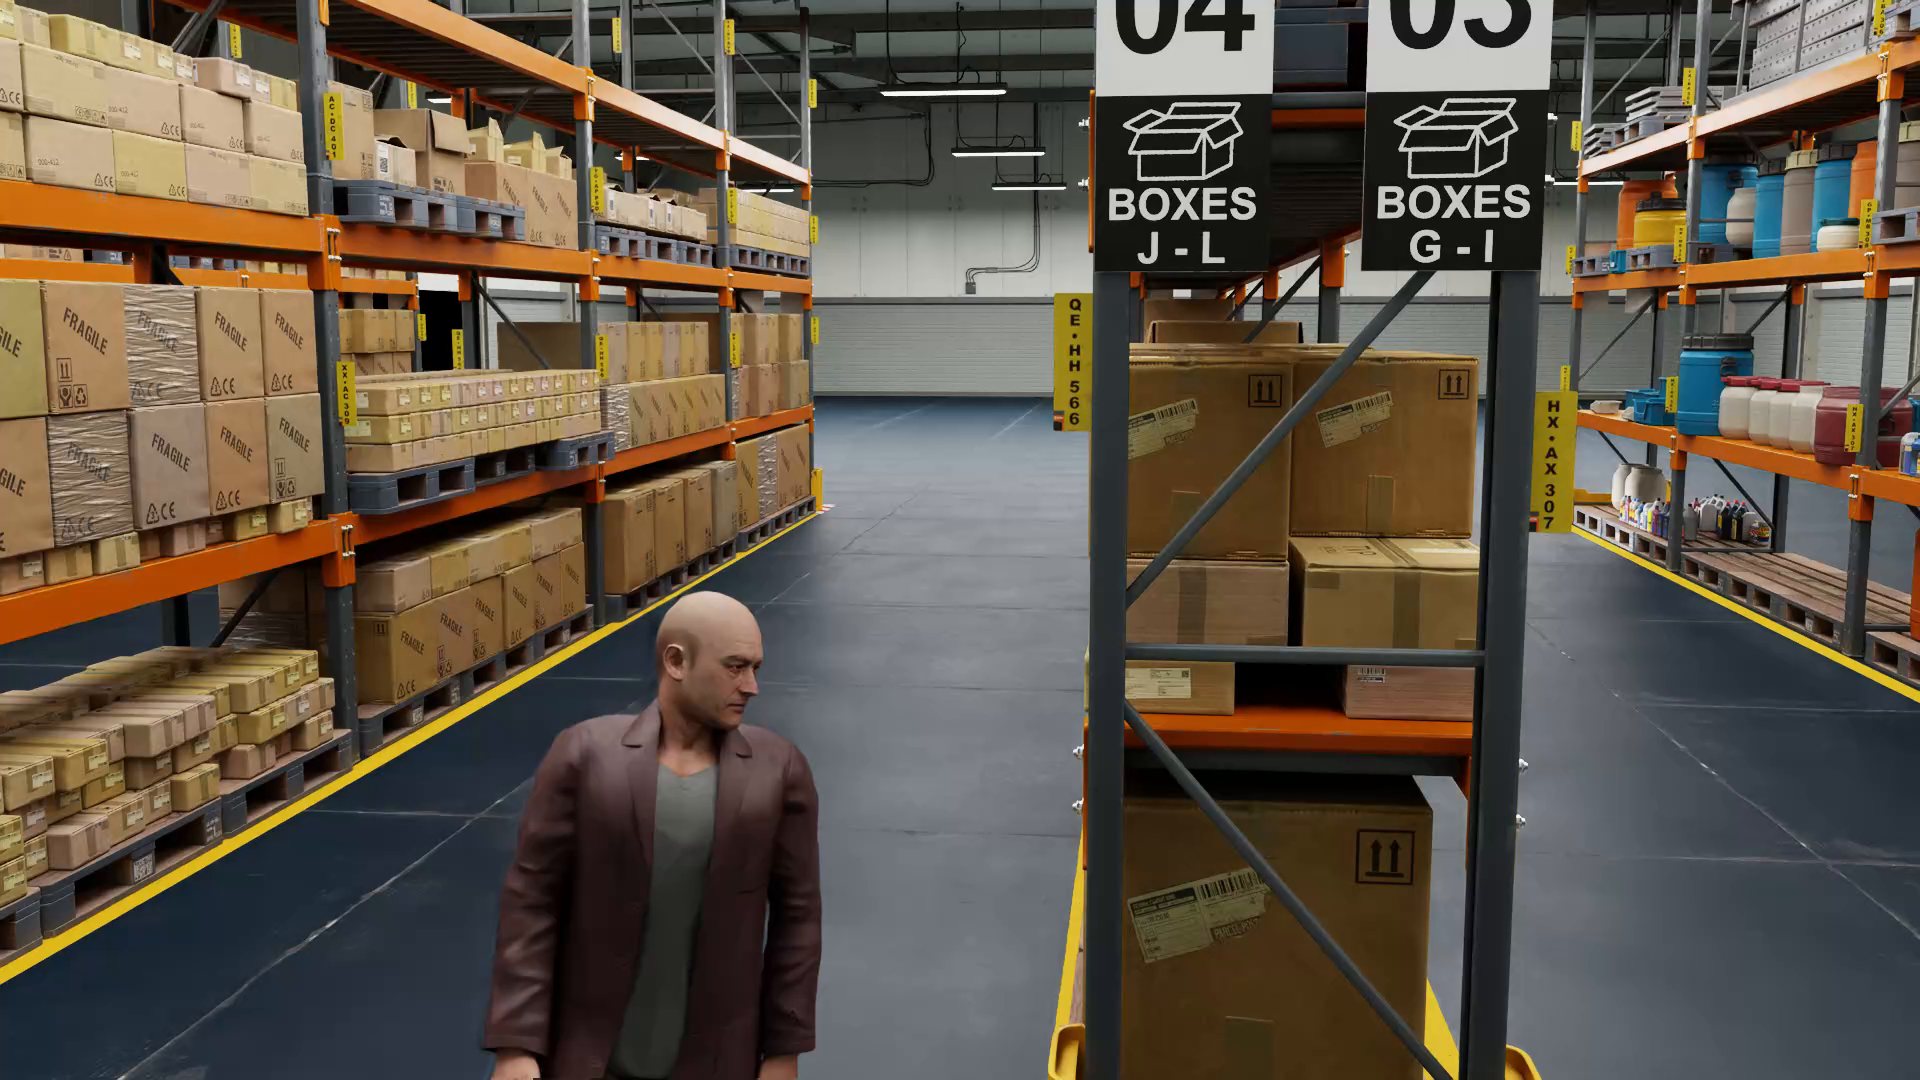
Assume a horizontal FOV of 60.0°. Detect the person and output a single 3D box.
[{"bbox_3d":[-0.583,0.985,3.169,0.663,1.771,0.507,-2,8,-12],"label":"person"}]
